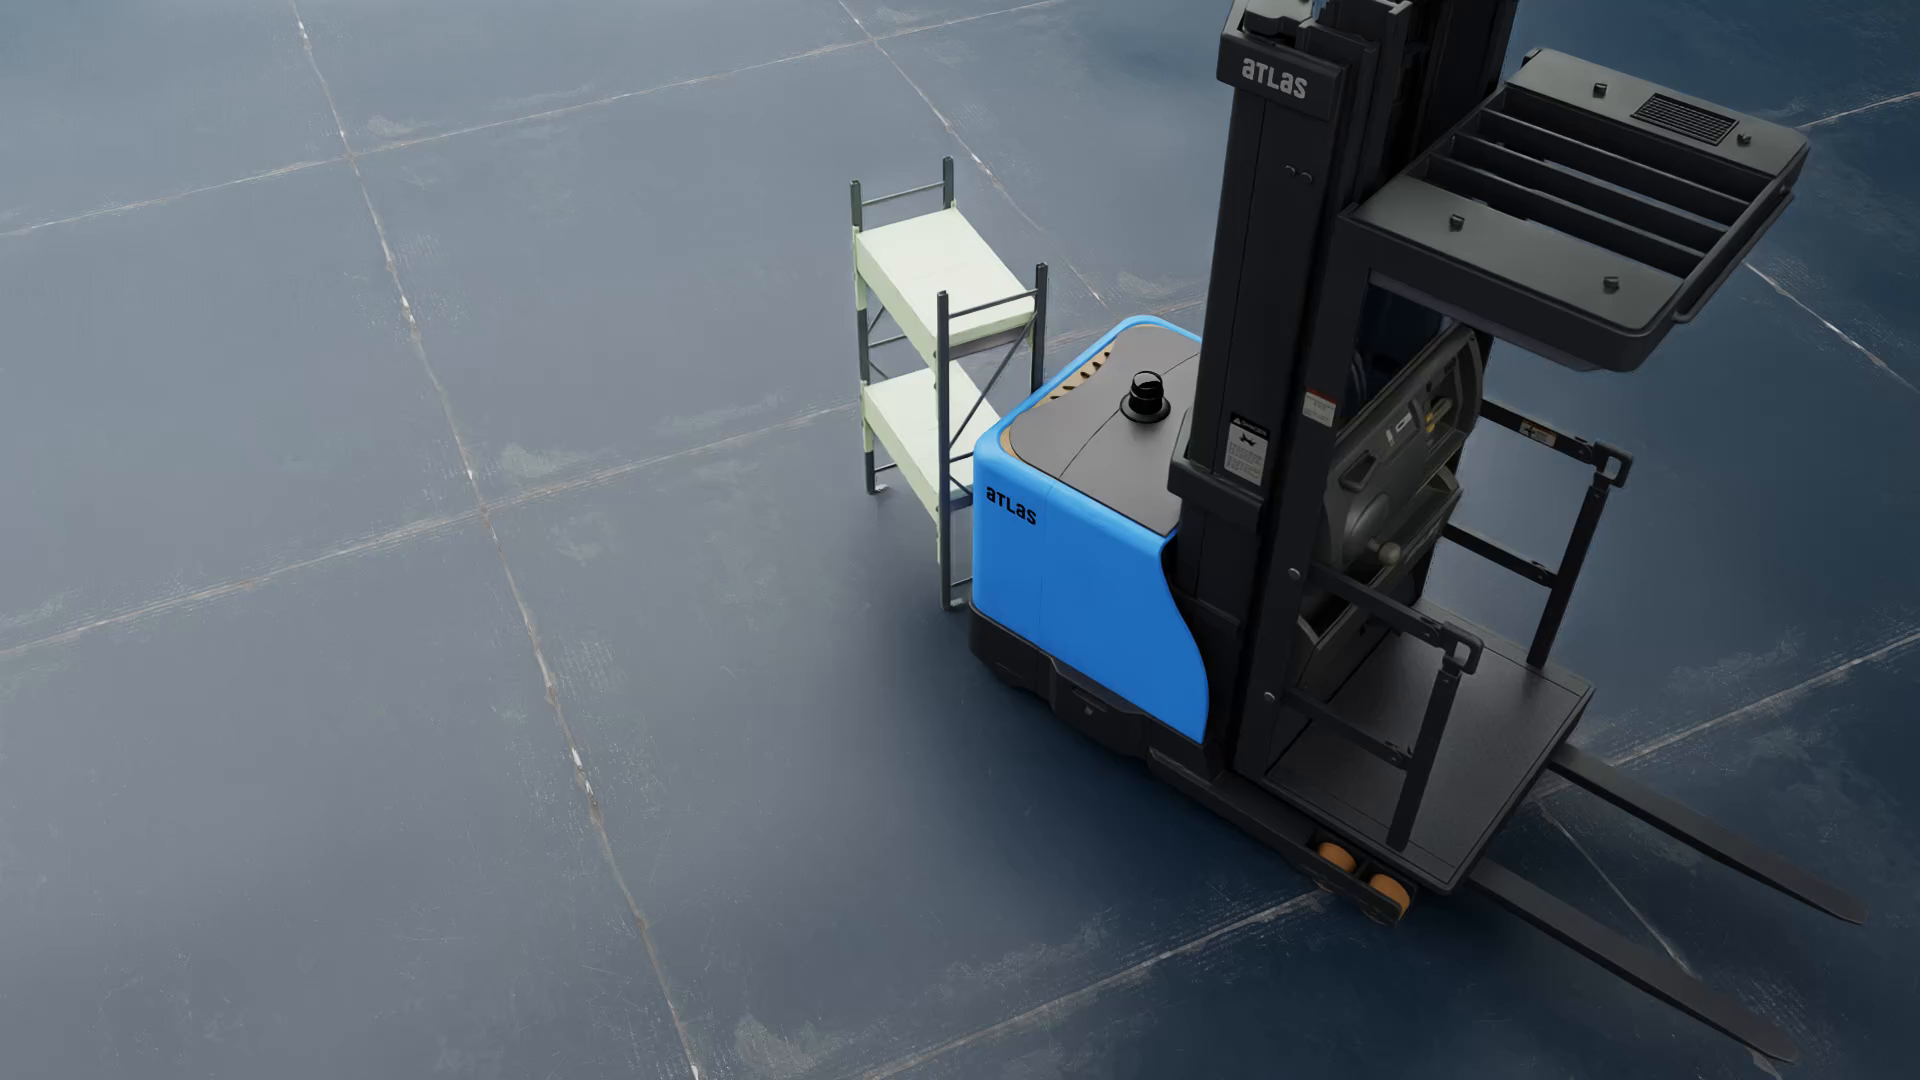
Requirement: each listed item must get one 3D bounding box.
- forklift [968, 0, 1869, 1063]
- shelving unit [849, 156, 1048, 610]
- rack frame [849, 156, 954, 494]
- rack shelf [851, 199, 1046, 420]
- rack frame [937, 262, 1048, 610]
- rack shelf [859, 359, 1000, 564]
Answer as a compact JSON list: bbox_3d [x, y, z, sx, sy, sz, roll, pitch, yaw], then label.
[{"bbox_3d":[1.488,-0.207,4.873,3.031,2.935,1.130,30,52,27],"label":"forklift"},{"bbox_3d":[-0.050,-0.561,6.251,0.431,1.500,0.755,-19,48,-18],"label":"shelving unit"},{"bbox_3d":[-0.208,-0.793,6.486,0.400,1.500,0.023,-19,48,-18],"label":"rack frame"},{"bbox_3d":[-0.050,-0.839,5.977,0.431,0.370,0.720,-19,48,-18],"label":"rack shelf"},{"bbox_3d":[0.109,-0.329,6.016,0.400,1.500,0.023,-19,48,-18],"label":"rack frame"},{"bbox_3d":[-0.050,-0.329,6.480,0.431,0.370,0.720,-19,48,-18],"label":"rack shelf"}]
